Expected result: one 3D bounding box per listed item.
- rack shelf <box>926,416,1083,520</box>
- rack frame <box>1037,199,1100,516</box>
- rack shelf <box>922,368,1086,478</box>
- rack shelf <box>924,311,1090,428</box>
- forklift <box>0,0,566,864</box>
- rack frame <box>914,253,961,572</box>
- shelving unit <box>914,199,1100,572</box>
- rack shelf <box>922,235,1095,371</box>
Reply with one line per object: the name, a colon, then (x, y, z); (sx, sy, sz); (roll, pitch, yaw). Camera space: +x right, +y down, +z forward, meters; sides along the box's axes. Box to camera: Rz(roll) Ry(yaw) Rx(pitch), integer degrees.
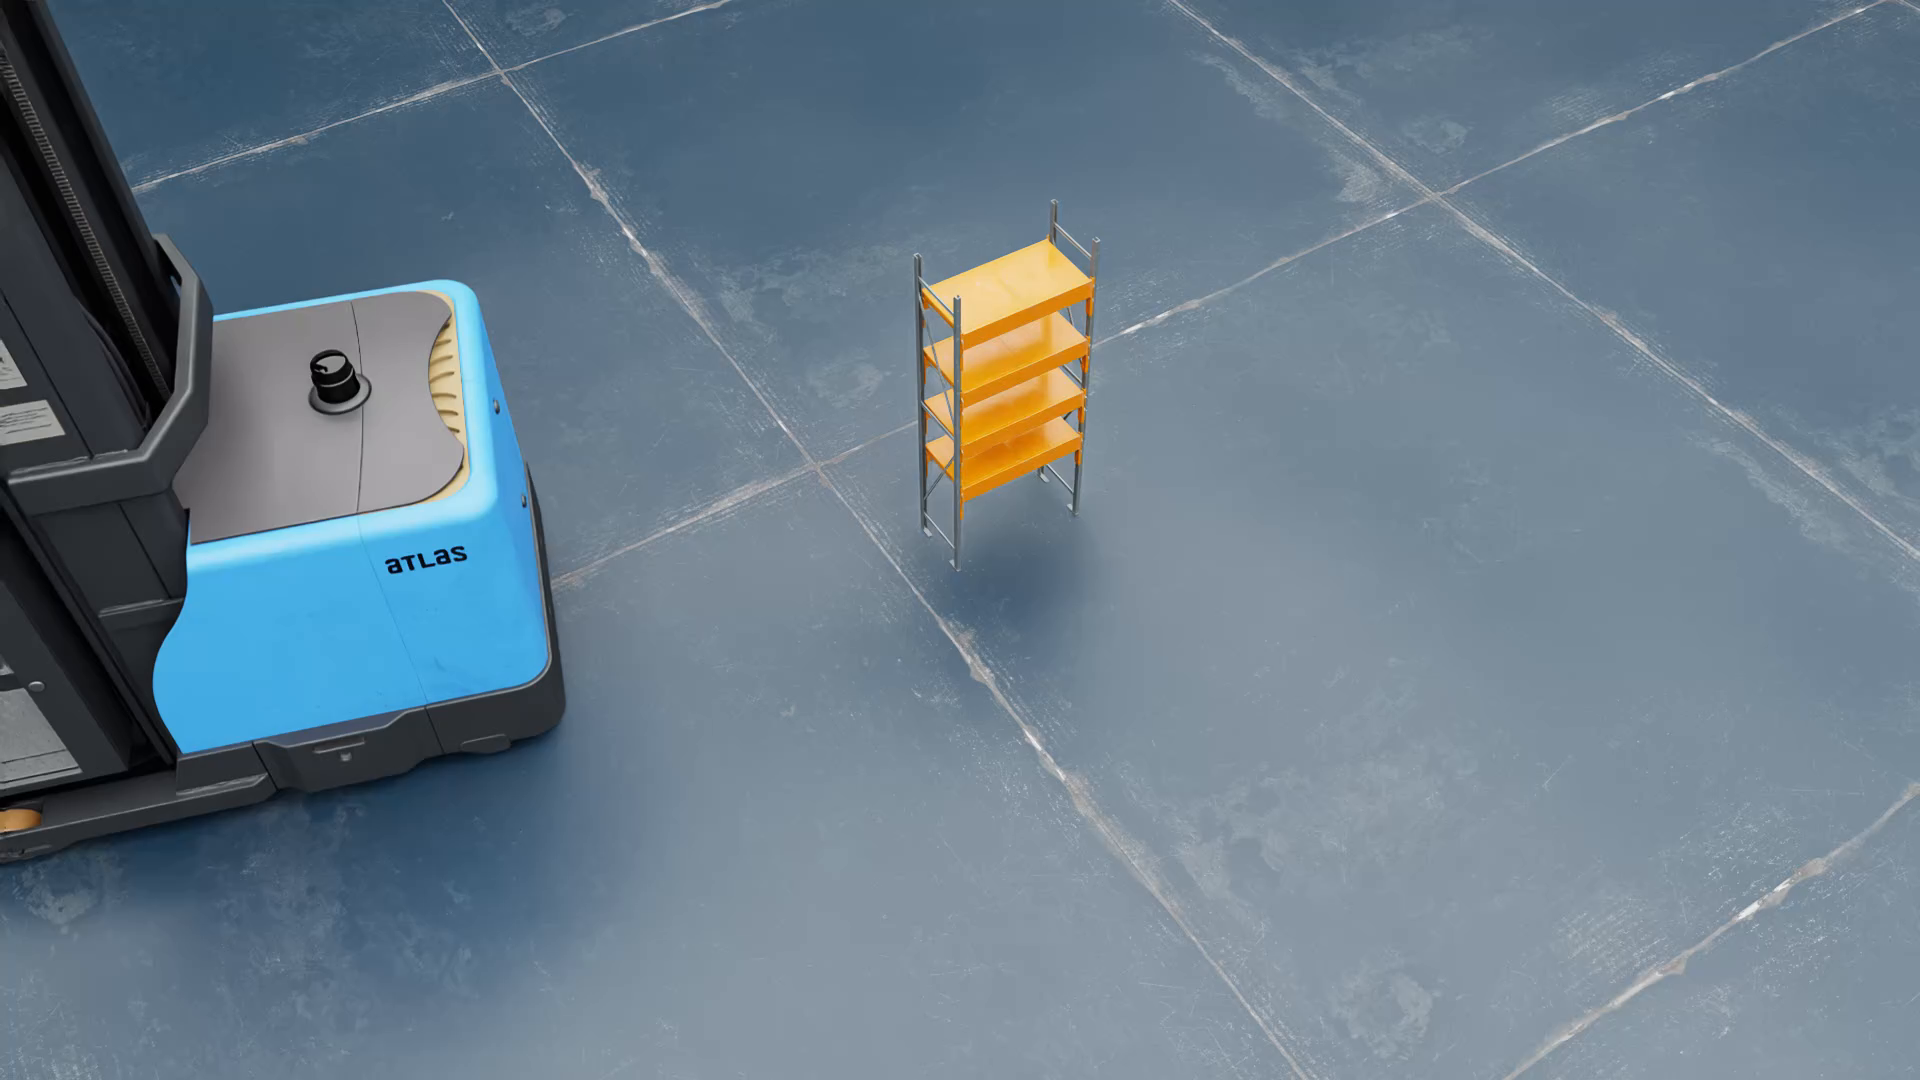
rack shelf: (0.140, -0.288, 5.559); (0.480, 0.148, 0.258); (-25, 53, -21)
rack frame: (0.346, -0.562, 5.447); (0.015, 1.200, 0.240); (-25, 53, -21)
rack shelf: (0.140, -0.420, 5.411); (0.480, 0.148, 0.258); (-25, 53, -21)
rack shelf: (0.140, -0.569, 5.244); (0.480, 0.148, 0.258); (-25, 53, -21)
forklift: (-2.805, -0.434, 4.174); (3.031, 2.935, 1.130); (-11, 49, -10)
rack frame: (-0.066, -0.368, 5.274); (0.015, 1.200, 0.240); (-25, 53, -21)
shelving unit: (0.140, -0.465, 5.361); (0.503, 1.200, 0.258); (-25, 53, -21)
rack shelf: (0.140, -0.726, 5.067); (0.480, 0.148, 0.258); (-25, 53, -21)
